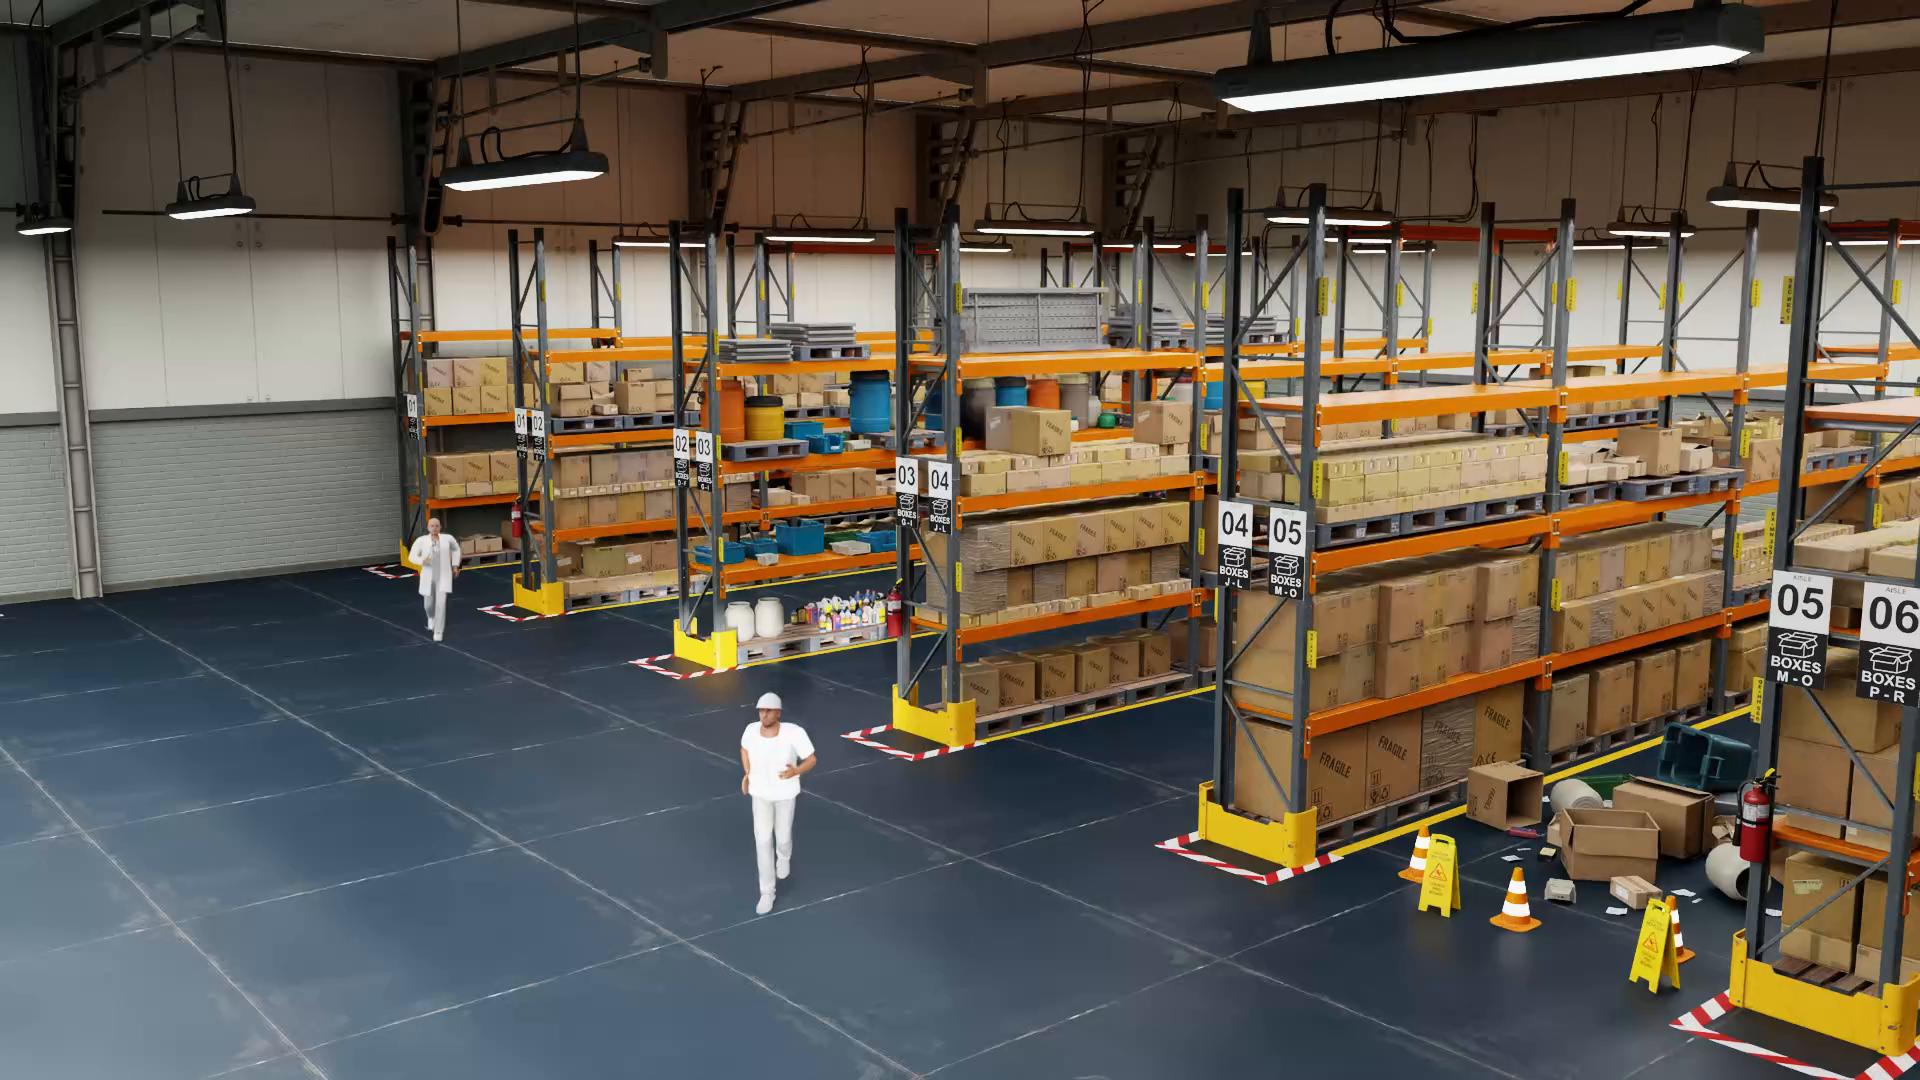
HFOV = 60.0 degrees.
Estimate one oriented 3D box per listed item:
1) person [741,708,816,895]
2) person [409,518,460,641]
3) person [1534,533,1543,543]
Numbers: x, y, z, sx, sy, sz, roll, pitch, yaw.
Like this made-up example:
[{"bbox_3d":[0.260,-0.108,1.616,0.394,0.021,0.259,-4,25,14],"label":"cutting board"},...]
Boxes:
[{"bbox_3d":[-1.542,2.117,14.076,0.682,1.649,0.771,1,9,4],"label":"person"},{"bbox_3d":[-7.663,0.549,24.310,0.719,1.757,0.996,-3,9,-17],"label":"person"},{"bbox_3d":[8.413,0.120,24.105,0.686,0.908,0.651,-9,12,-44],"label":"person"}]
